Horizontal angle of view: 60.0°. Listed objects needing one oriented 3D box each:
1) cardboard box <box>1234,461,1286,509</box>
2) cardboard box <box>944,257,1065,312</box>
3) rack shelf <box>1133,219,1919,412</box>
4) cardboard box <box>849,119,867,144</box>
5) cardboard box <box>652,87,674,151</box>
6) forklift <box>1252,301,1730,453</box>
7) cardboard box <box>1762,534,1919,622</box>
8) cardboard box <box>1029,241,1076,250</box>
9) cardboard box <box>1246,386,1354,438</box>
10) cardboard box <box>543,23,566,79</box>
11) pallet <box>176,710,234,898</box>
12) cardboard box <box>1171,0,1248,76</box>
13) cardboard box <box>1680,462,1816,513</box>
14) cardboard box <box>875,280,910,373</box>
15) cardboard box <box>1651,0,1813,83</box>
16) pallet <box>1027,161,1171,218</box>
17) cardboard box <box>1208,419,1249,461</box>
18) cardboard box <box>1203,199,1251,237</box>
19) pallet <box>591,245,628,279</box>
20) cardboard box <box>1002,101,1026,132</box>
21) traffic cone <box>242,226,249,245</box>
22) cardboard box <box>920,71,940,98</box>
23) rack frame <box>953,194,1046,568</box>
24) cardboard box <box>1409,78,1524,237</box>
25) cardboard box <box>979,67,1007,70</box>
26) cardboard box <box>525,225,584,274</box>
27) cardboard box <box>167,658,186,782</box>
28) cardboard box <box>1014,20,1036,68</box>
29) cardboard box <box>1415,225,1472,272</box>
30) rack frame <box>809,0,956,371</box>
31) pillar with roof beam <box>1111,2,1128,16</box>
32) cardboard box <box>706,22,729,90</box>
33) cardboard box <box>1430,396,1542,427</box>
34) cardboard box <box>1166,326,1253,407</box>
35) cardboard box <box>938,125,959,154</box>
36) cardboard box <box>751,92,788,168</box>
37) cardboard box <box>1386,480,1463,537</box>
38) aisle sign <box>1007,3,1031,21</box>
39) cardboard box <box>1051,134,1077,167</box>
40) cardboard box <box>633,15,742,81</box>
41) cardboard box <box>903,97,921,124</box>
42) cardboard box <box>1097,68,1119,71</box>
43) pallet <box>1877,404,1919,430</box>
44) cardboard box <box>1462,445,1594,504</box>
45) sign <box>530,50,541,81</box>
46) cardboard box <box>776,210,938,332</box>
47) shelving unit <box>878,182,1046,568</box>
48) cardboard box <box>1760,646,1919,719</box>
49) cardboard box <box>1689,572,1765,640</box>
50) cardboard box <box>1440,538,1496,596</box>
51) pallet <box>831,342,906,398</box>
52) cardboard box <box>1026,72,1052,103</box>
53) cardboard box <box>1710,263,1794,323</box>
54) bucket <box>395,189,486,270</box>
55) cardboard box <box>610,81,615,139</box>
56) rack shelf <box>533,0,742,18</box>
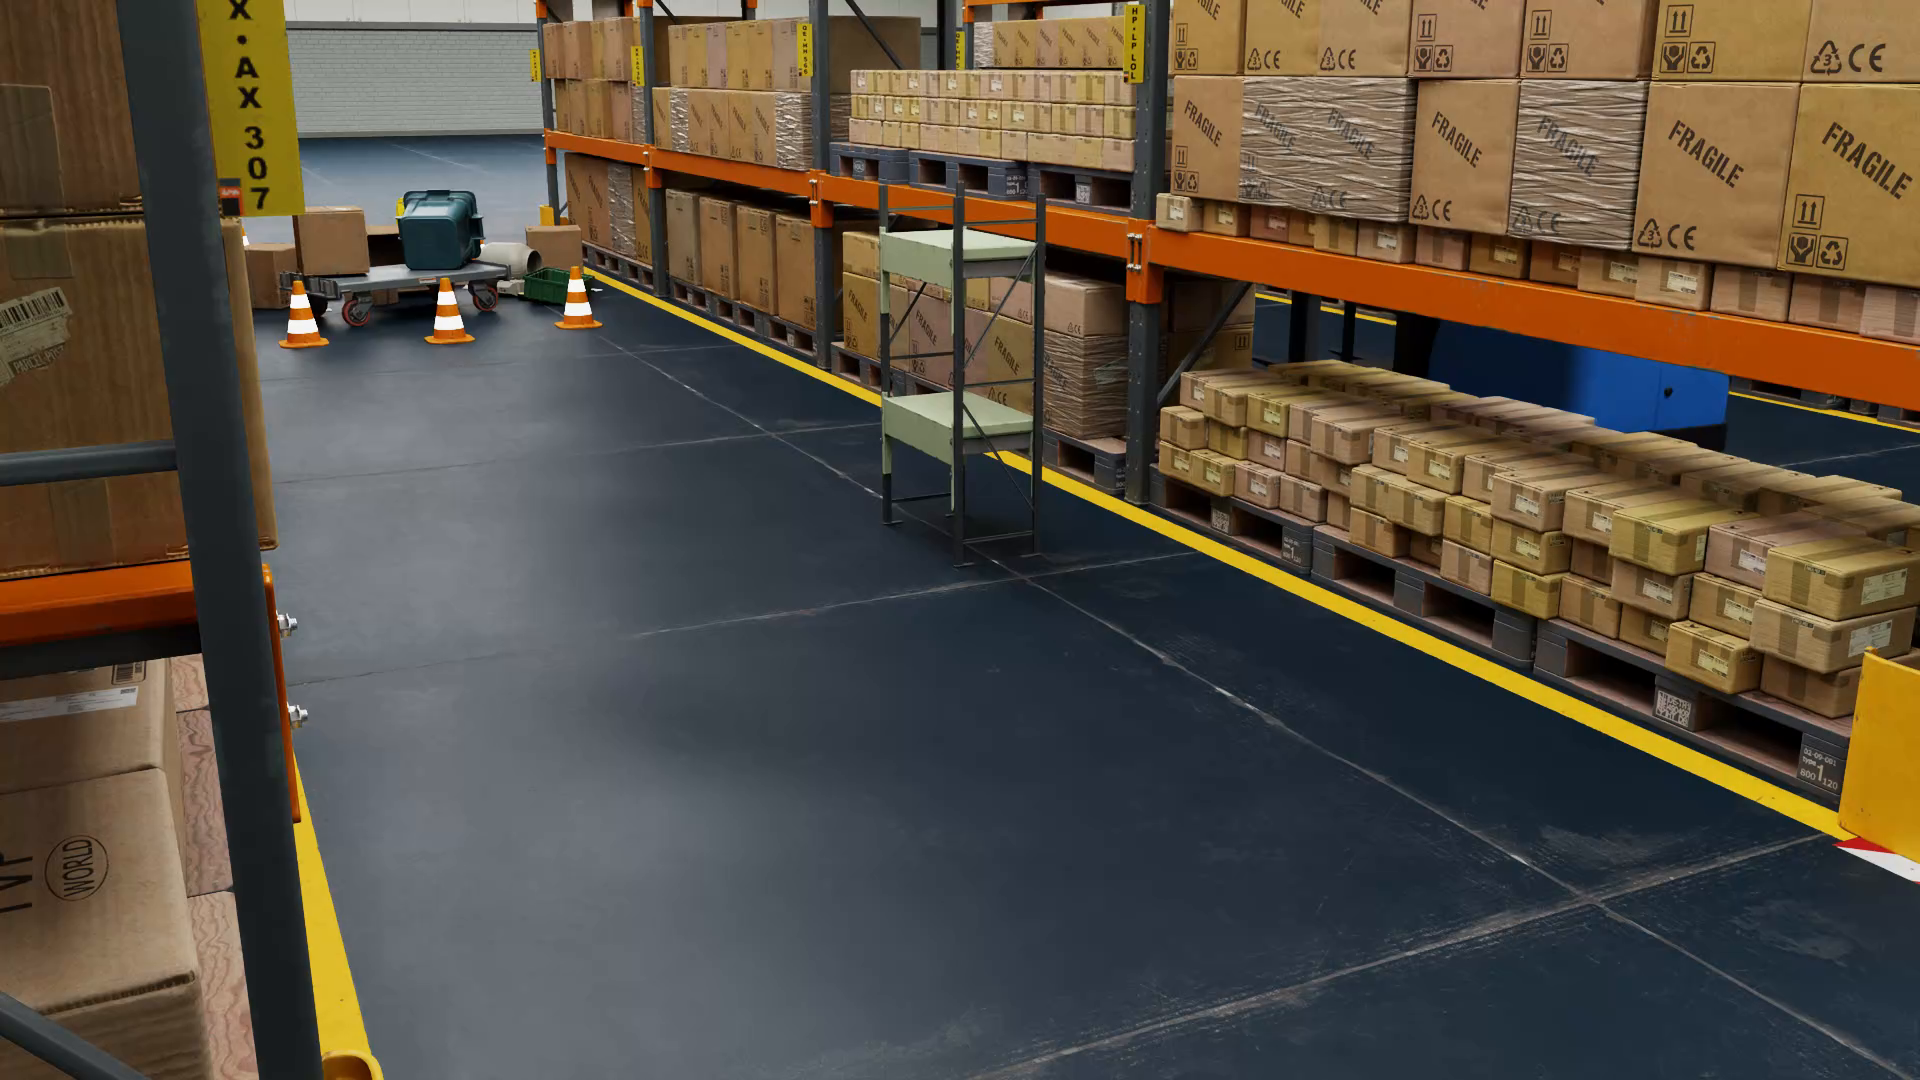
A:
[{"bbox_3d":[1.397,-0.250,7.092,0.380,0.149,0.250,-8,18,-25],"label":"cardboard box"},{"bbox_3d":[0.243,-1.443,9.251,0.500,0.250,0.500,-9,18,-27],"label":"cardboard box"},{"bbox_3d":[2.131,-0.828,6.001,1.077,0.370,4.000,-8,18,-25],"label":"rack shelf"},{"bbox_3d":[-0.483,-2.607,10.591,0.380,0.149,0.250,-8,18,-26],"label":"cardboard box"},{"bbox_3d":[-2.262,-3.538,13.961,0.500,0.500,0.500,-7,18,-24],"label":"cardboard box"},{"bbox_3d":[2.717,-2.009,8.937,1.130,2.935,3.031,-7,17,-22],"label":"forklift"},{"bbox_3d":[2.547,0.104,4.778,0.380,0.149,0.250,-7,18,-24],"label":"cardboard box"},{"bbox_3d":[0.477,-1.632,9.911,0.500,0.250,0.500,-7,18,-24],"label":"cardboard box"},{"bbox_3d":[1.442,-0.544,7.037,0.380,0.149,0.250,-8,18,-26],"label":"cardboard box"},{"bbox_3d":[-3.875,-5.139,17.492,0.875,0.550,0.550,-8,18,-25],"label":"cardboard box"},{"bbox_3d":[-2.350,0.795,4.097,1.003,0.211,1.213,-8,18,-25],"label":"pallet"},{"bbox_3d":[1.233,-2.200,6.945,0.500,0.500,0.500,-7,18,-24],"label":"cardboard box"},{"bbox_3d":[2.676,-0.149,5.661,0.380,0.149,0.250,-9,18,-28],"label":"cardboard box"},{"bbox_3d":[-0.194,-1.331,10.221,0.500,0.500,0.500,-7,18,-24],"label":"cardboard box"},{"bbox_3d":[2.361,-1.558,4.709,0.500,0.500,0.500,-8,18,-27],"label":"cardboard box"},{"bbox_3d":[1.050,-1.784,8.378,1.003,0.211,1.213,-8,18,-25],"label":"pallet"},{"bbox_3d":[1.317,-0.463,7.295,0.380,0.149,0.250,-8,18,-25],"label":"cardboard box"},{"bbox_3d":[1.264,-1.384,7.090,0.380,0.149,0.250,-7,17,-23],"label":"cardboard box"},{"bbox_3d":[-3.051,-2.814,16.673,1.003,0.211,1.213,-8,18,-25],"label":"pallet"},{"bbox_3d":[0.444,-2.227,8.729,0.380,0.149,0.250,-9,18,-28],"label":"cardboard box"},{"bbox_3d":[-7.060,-2.852,16.348,0.336,0.463,0.334,-8,18,-25],"label":"traffic cone"},{"bbox_3d":[-0.010,-2.630,9.593,0.380,0.149,0.250,-7,17,-22],"label":"cardboard box"},{"bbox_3d":[0.157,-0.632,6.733,0.400,1.500,0.023,-8,18,-25],"label":"rack frame"},{"bbox_3d":[1.918,-1.327,5.715,0.500,0.500,0.500,-7,17,-22],"label":"cardboard box"},{"bbox_3d":[0.717,-5.271,19.458,0.875,0.500,0.500,-8,18,-25],"label":"cardboard box"},{"bbox_3d":[-3.853,-2.714,15.796,0.500,0.500,0.500,-5,17,-15],"label":"cardboard box"},{"bbox_3d":[-2.580,0.374,4.393,0.875,0.438,0.875,-8,18,-27],"label":"cardboard box"},{"bbox_3d":[0.929,-5.473,18.351,0.500,0.500,0.500,-8,18,-25],"label":"cardboard box"},{"bbox_3d":[1.864,-1.057,5.952,0.380,0.149,0.250,-7,17,-23],"label":"cardboard box"},{"bbox_3d":[-0.498,-2.661,11.086,1.000,3.000,0.127,-8,18,-25],"label":"rack frame"},{"bbox_3d":[0.559,-15.260,44.114,9.100,9.000,0.400,-8,18,-25],"label":"pillar with roof beam"},{"bbox_3d":[-1.579,-3.807,13.084,0.700,0.500,0.500,-7,18,-24],"label":"cardboard box"},{"bbox_3d":[2.153,-0.481,6.817,0.380,0.149,0.250,-9,18,-28],"label":"cardboard box"},{"bbox_3d":[1.169,-0.885,8.667,0.500,0.500,0.500,-7,17,-23],"label":"cardboard box"},{"bbox_3d":[0.099,-2.278,9.446,0.380,0.149,0.250,-7,18,-24],"label":"cardboard box"},{"bbox_3d":[-1.154,-2.912,11.780,0.500,0.500,0.500,-8,18,-25],"label":"cardboard box"},{"bbox_3d":[1.810,-0.135,6.150,0.380,0.149,0.250,-7,18,-24],"label":"cardboard box"},{"bbox_3d":[0.743,-6.520,19.821,0.394,0.787,0.004,-8,18,-25],"label":"aisle sign"},{"bbox_3d":[0.681,-1.951,8.307,0.380,0.149,0.250,-8,18,-25],"label":"cardboard box"},{"bbox_3d":[-2.381,-4.340,14.706,0.875,0.550,0.550,-8,18,-25],"label":"cardboard box"},{"bbox_3d":[-0.115,-2.546,9.839,0.380,0.149,0.250,-8,18,-25],"label":"cardboard box"},{"bbox_3d":[1.924,-4.666,17.350,0.875,0.500,0.500,-8,18,-25],"label":"cardboard box"},{"bbox_3d":[6.020,-0.705,9.326,1.003,0.211,1.213,-8,18,-25],"label":"pallet"},{"bbox_3d":[2.021,-0.224,5.923,0.380,0.149,0.250,-8,18,-27],"label":"cardboard box"},{"bbox_3d":[-4.504,-5.033,17.640,0.100,0.325,0.005,-8,18,-25],"label":"sign"},{"bbox_3d":[-0.684,-1.944,11.902,1.050,0.750,0.750,-8,18,-26],"label":"cardboard box"},{"bbox_3d":[-0.003,-0.723,7.050,0.431,1.500,0.755,-8,18,-25],"label":"shelving unit"},{"bbox_3d":[2.589,0.386,4.876,0.380,0.149,0.250,-7,18,-24],"label":"cardboard box"},{"bbox_3d":[2.453,0.180,5.052,0.380,0.149,0.250,-8,18,-26],"label":"cardboard box"},{"bbox_3d":[1.957,0.073,5.967,0.380,0.149,0.250,-7,18,-24],"label":"cardboard box"},{"bbox_3d":[-0.157,-1.127,10.795,1.003,0.211,1.213,-8,18,-25],"label":"pallet"},{"bbox_3d":[0.558,-2.308,8.472,0.380,0.149,0.250,-8,18,-25],"label":"cardboard box"},{"bbox_3d":[2.411,-0.730,4.812,0.380,0.149,0.250,-8,18,-25],"label":"cardboard box"},{"bbox_3d":[-4.382,-2.565,13.931,0.726,0.611,0.620,-2,26,-6],"label":"bucket"},{"bbox_3d":[-2.815,-4.097,15.817,0.875,0.550,0.550,-8,18,-25],"label":"cardboard box"},{"bbox_3d":[-3.126,-5.245,15.956,1.077,0.370,4.000,-8,18,-25],"label":"rack shelf"}]
